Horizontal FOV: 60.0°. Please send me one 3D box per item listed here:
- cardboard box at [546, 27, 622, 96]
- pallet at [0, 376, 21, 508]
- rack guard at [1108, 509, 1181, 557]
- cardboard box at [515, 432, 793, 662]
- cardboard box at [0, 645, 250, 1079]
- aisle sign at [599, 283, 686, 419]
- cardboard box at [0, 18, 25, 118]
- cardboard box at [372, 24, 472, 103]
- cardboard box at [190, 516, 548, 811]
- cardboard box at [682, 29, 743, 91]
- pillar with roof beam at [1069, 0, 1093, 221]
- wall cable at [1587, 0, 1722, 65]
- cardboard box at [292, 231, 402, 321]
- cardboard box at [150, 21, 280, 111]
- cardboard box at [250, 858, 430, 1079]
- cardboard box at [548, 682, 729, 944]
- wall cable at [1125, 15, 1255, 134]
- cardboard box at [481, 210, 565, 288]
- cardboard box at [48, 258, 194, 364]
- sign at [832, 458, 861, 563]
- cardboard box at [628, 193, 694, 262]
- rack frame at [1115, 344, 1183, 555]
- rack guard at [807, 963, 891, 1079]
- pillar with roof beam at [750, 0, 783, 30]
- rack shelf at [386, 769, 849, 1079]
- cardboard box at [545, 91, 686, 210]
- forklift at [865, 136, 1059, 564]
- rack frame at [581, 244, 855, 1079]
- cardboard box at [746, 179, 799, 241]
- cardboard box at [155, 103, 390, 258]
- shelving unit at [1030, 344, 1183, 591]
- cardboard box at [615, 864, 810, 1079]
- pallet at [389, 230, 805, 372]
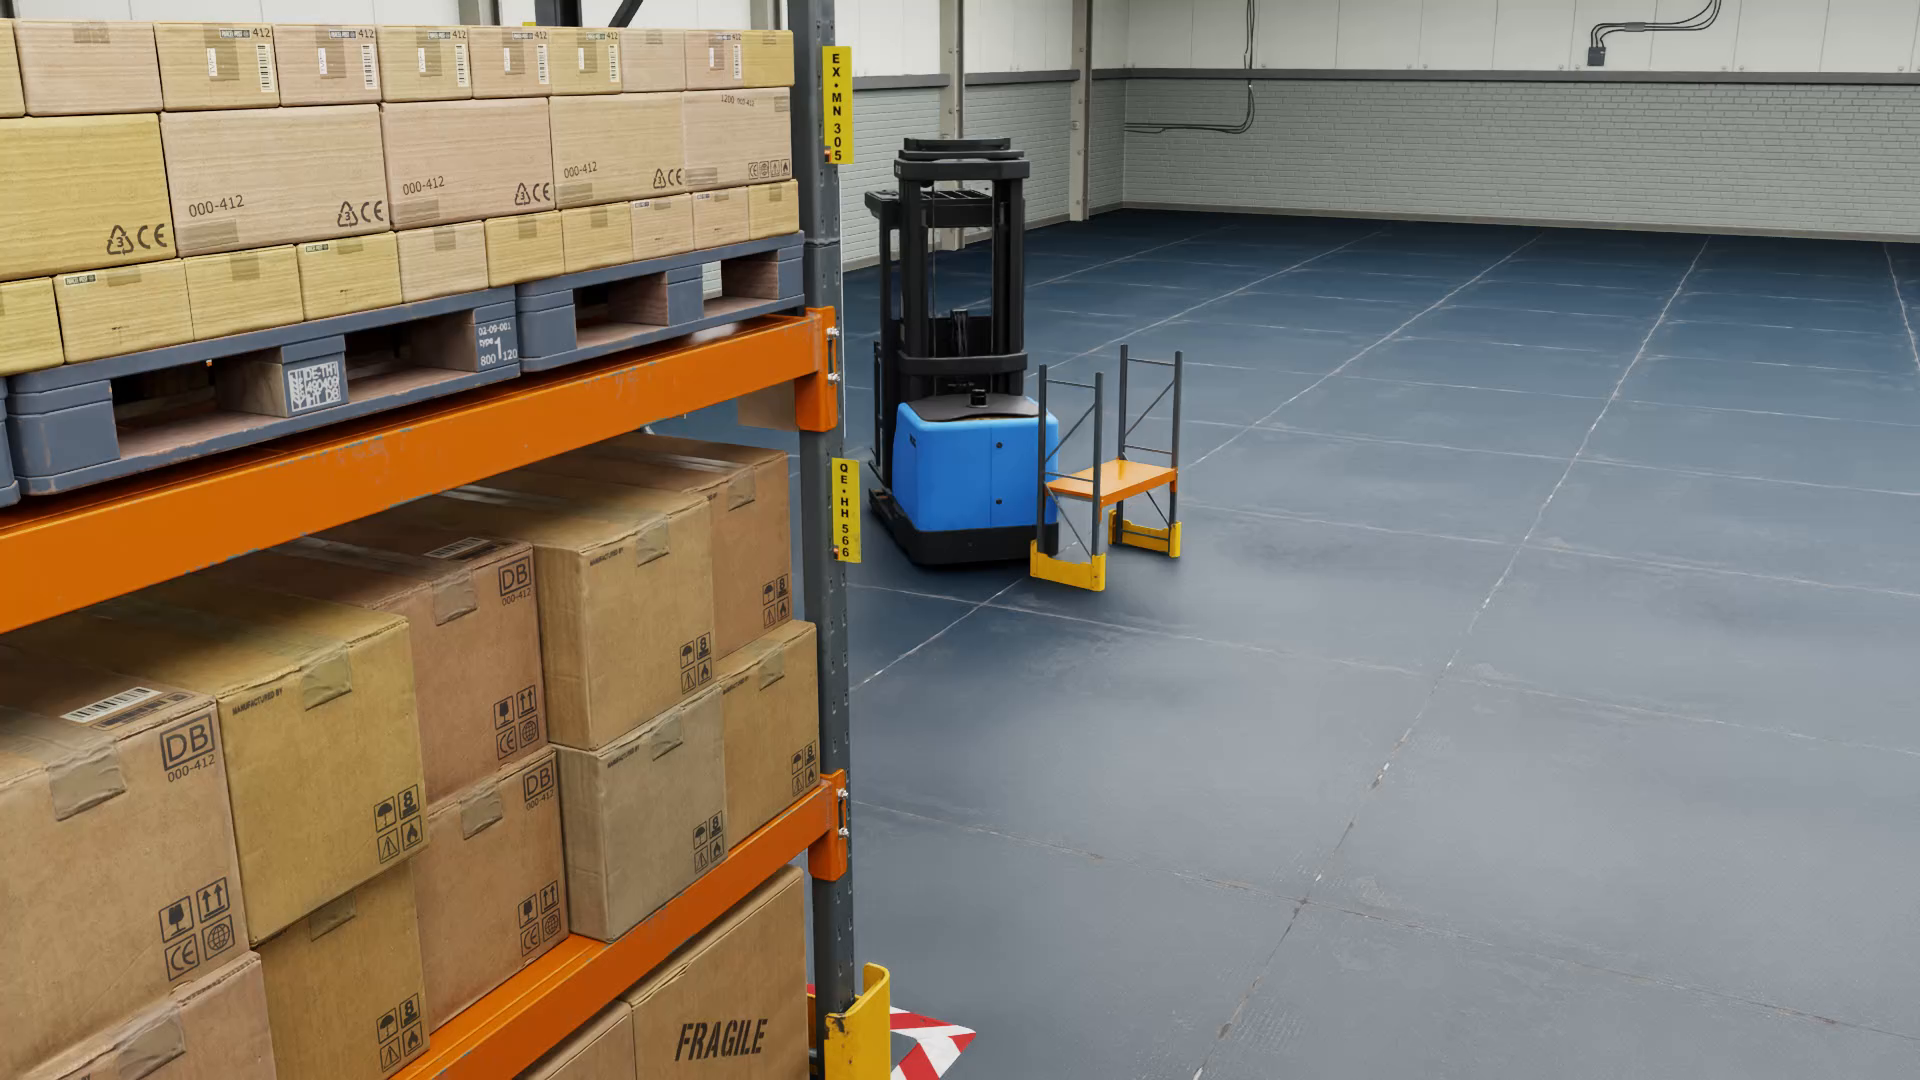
[{"bbox_3d":[-1.020,-1.119,3.883,0.380,0.149,0.250,8,19,26],"label":"cardboard box"},{"bbox_3d":[-2.244,-0.078,2.405,1.003,0.211,1.213,8,18,25],"label":"pallet"},{"bbox_3d":[1.356,-0.051,12.257,0.587,0.250,0.087,13,21,36],"label":"rack guard"},{"bbox_3d":[-1.032,0.006,5.076,0.875,0.550,0.550,8,18,25],"label":"cardboard box"},{"bbox_3d":[-1.917,0.571,3.174,0.875,0.550,0.550,8,18,25],"label":"cardboard box"},{"bbox_3d":[-1.068,-0.796,5.372,0.394,0.787,0.004,8,18,25],"label":"aisle sign"},{"bbox_3d":[-1.698,-0.734,2.585,0.380,0.149,0.250,8,18,26],"label":"cardboard box"},{"bbox_3d":[-1.247,-0.990,3.449,0.380,0.149,0.250,8,18,25],"label":"cardboard box"},{"bbox_3d":[-1.567,0.283,4.143,0.875,0.550,0.550,8,18,25],"label":"cardboard box"},{"bbox_3d":[-0.791,-1.251,4.326,0.380,0.149,0.250,8,18,26],"label":"cardboard box"},{"bbox_3d":[6.392,-10.636,32.528,9.100,9.000,0.400,8,18,25],"label":"pillar with roof beam"},{"bbox_3d":[13.526,-12.184,31.767,2.305,6.003,0.169,8,18,25],"label":"wall cable"},{"bbox_3d":[-1.359,-0.545,3.349,0.380,0.149,0.250,8,18,26],"label":"cardboard box"},{"bbox_3d":[-1.472,-0.861,3.015,0.380,0.149,0.250,8,18,25],"label":"cardboard box"},{"bbox_3d":[-1.745,0.944,3.814,0.875,0.550,0.500,8,18,25],"label":"cardboard box"},{"bbox_3d":[-1.183,0.677,4.713,0.875,0.550,0.550,8,18,25],"label":"cardboard box"},{"bbox_3d":[5.040,-10.277,36.774,3.097,2.526,0.112,8,18,25],"label":"wall cable"},{"bbox_3d":[-1.132,-0.674,3.784,0.380,0.149,0.250,8,18,25],"label":"cardboard box"},{"bbox_3d":[-1.585,-0.416,2.917,0.380,0.149,0.250,8,18,25],"label":"cardboard box"},{"bbox_3d":[-0.352,-0.090,5.110,0.100,0.325,0.005,8,18,25],"label":"sign"},{"bbox_3d":[-0.904,-0.803,4.221,0.380,0.149,0.250,8,18,26],"label":"cardboard box"},{"bbox_3d":[1.368,-0.654,12.093,0.500,1.500,0.032,13,21,36],"label":"rack frame"},{"bbox_3d":[-0.821,1.698,5.929,1.175,0.500,0.348,8,18,25],"label":"rack guard"},{"bbox_3d":[1.030,-7.579,22.237,9.100,9.000,0.400,8,18,25],"label":"pillar with roof beam"},{"bbox_3d":[-1.725,1.360,3.940,1.077,0.370,4.000,8,18,25],"label":"rack shelf"},{"bbox_3d":[-1.025,-0.964,4.062,0.500,0.250,0.500,8,18,25],"label":"cardboard box"},{"bbox_3d":[-0.110,-1.611,12.799,1.130,2.935,3.031,-4,17,-12],"label":"forklift"},{"bbox_3d":[-0.832,0.506,5.553,1.000,3.000,0.127,8,18,25],"label":"rack frame"},{"bbox_3d":[-0.677,-0.933,4.657,0.380,0.149,0.250,8,18,25],"label":"cardboard box"},{"bbox_3d":[-1.475,-0.708,3.200,0.500,0.250,0.500,8,18,26],"label":"cardboard box"},{"bbox_3d":[1.049,-0.538,11.703,0.587,1.500,1.083,13,21,36],"label":"shelving unit"},{"bbox_3d":[-1.075,1.504,5.185,0.875,0.875,0.875,8,18,26],"label":"cardboard box"},{"bbox_3d":[-1.154,-0.699,4.497,1.003,0.211,1.213,8,18,25],"label":"pallet"}]
